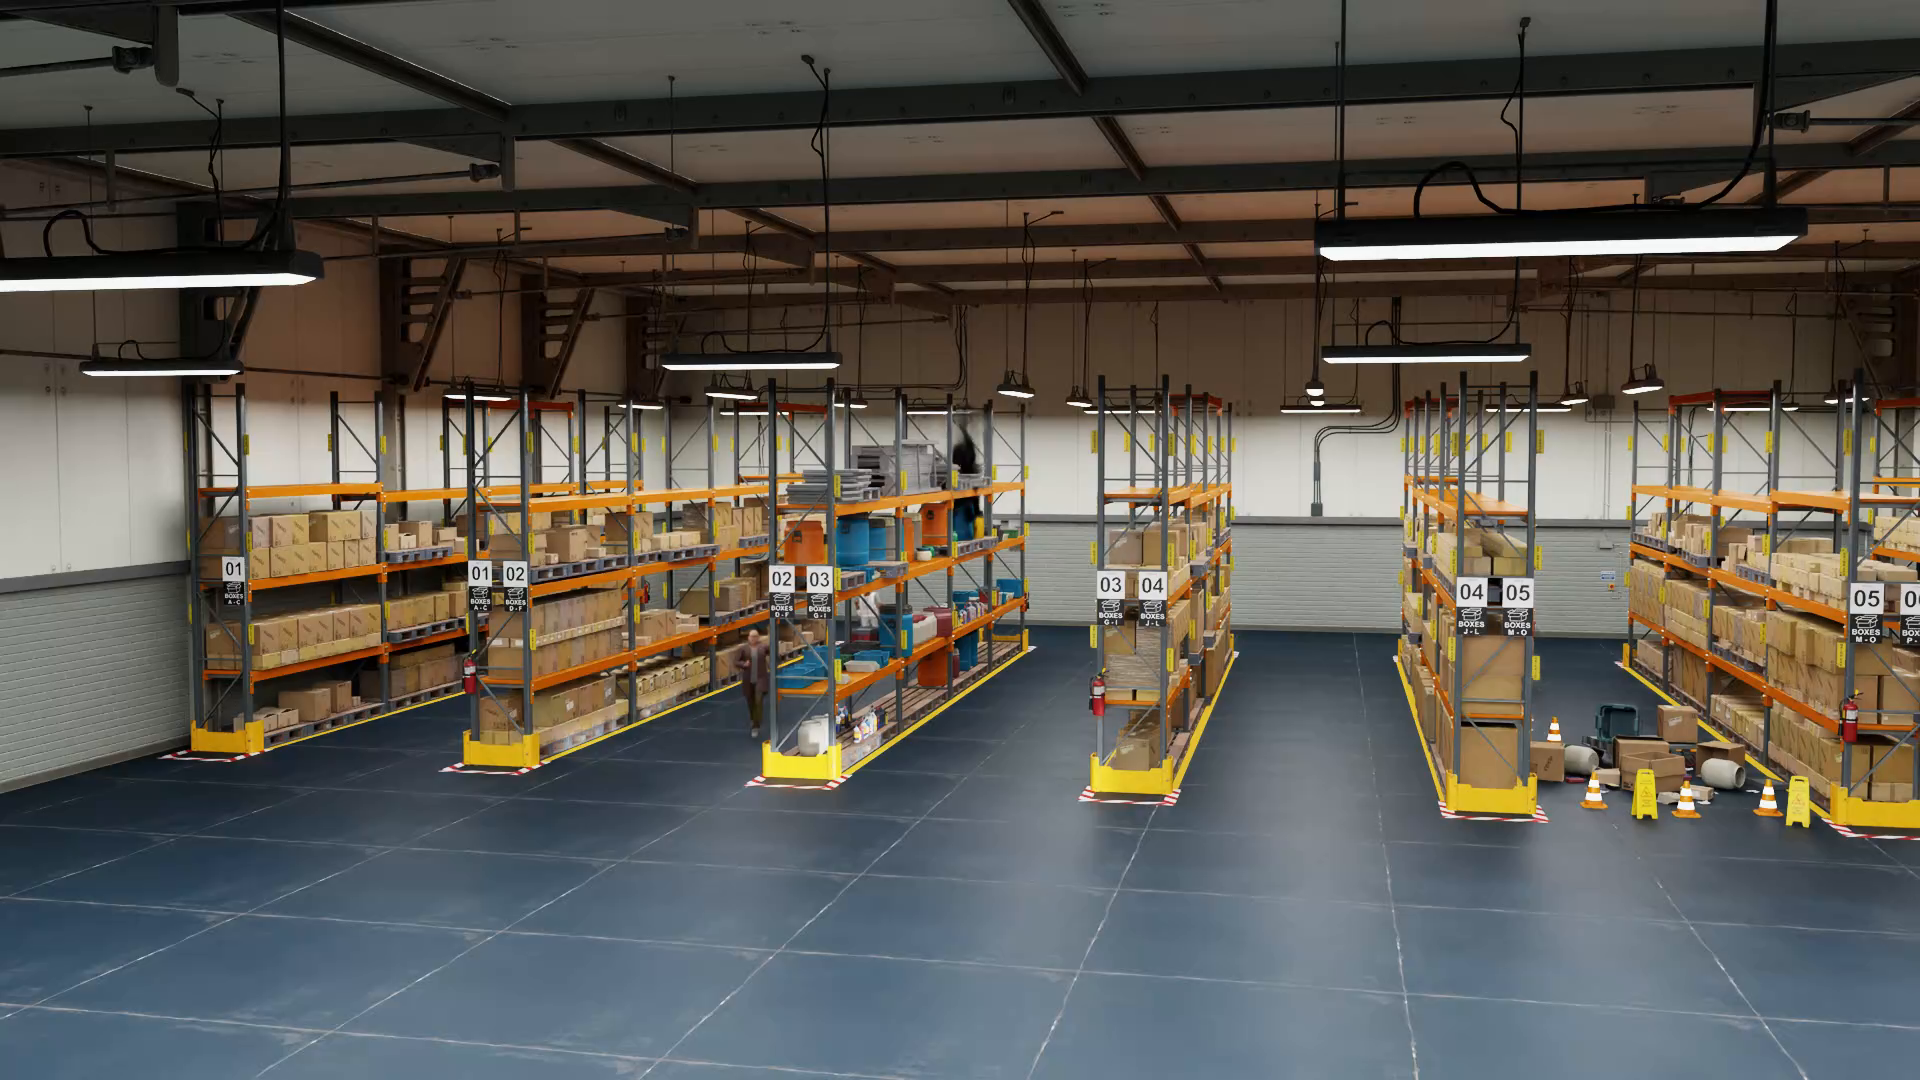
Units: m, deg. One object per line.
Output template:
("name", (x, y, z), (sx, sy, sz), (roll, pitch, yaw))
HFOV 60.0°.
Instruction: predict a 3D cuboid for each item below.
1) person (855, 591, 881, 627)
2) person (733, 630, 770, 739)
("person", (-2.212, 1.868, 39.752), (0.657, 1.799, 0.643), (0, 3, 1))
("person", (-3.557, 2.451, 28.718), (0.668, 1.822, 0.976), (0, 3, 2))
